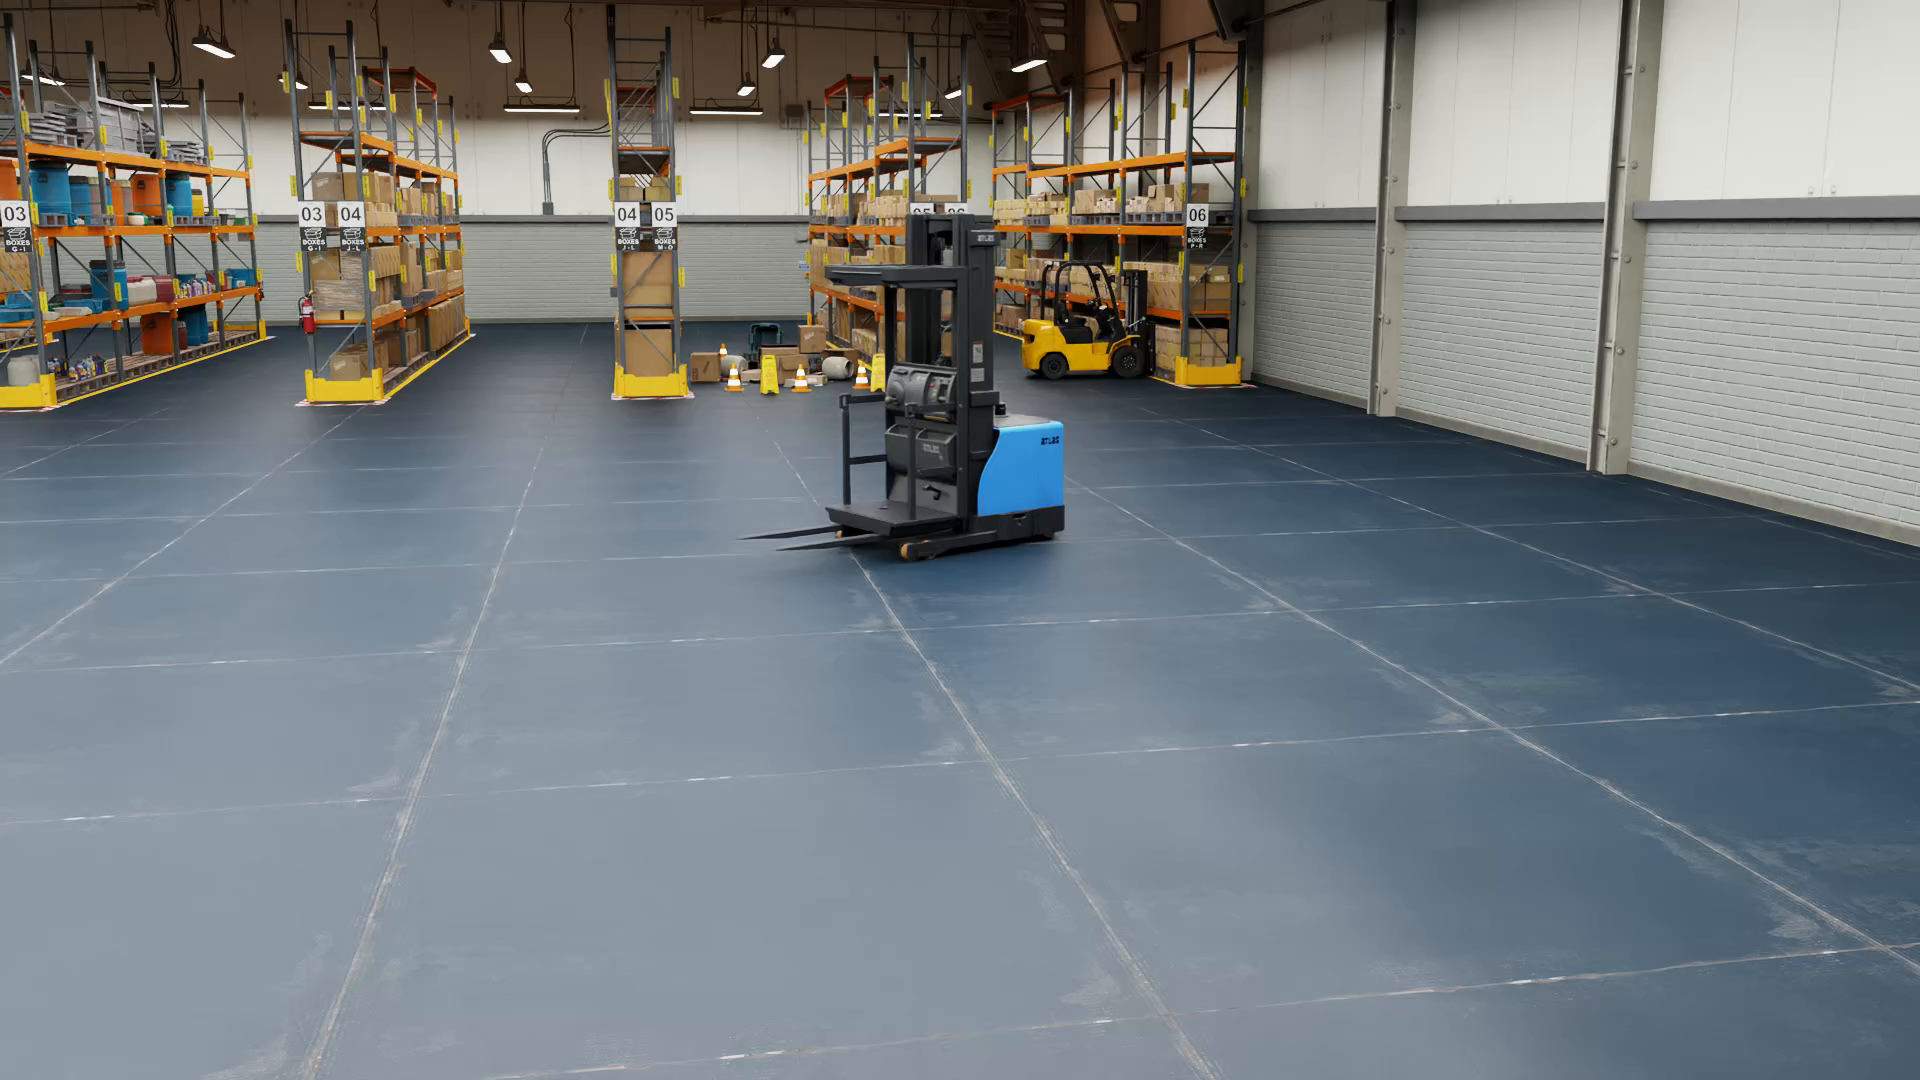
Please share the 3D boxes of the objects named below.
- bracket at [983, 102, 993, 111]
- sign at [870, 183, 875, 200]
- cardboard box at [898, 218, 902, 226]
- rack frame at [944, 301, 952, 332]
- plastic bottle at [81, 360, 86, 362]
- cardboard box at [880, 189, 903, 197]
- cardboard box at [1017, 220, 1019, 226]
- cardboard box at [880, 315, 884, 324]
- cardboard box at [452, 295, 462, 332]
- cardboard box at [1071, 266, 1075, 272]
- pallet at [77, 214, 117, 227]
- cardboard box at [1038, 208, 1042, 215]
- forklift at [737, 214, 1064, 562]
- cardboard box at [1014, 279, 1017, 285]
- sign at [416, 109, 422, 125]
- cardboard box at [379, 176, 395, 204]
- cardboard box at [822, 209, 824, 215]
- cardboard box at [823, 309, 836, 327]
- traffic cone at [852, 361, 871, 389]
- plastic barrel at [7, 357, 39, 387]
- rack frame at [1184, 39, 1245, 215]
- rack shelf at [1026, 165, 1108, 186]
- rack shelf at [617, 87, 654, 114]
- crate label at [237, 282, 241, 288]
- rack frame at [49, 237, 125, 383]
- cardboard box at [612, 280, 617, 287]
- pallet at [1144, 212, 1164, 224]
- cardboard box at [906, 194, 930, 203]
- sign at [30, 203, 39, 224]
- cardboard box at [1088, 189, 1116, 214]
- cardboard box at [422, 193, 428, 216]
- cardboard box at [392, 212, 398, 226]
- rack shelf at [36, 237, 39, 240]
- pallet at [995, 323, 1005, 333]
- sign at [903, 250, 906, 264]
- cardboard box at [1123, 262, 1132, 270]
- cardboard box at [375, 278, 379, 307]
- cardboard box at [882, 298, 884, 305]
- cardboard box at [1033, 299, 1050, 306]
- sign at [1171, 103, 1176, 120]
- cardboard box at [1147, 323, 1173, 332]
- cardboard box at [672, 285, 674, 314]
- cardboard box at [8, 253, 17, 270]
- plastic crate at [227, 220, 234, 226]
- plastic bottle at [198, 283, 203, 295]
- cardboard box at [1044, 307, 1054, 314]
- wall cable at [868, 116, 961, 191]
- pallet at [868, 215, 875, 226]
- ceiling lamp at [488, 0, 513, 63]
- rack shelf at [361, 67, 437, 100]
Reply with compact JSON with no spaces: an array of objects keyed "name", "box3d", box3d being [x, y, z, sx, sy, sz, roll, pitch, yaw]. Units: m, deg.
[{"name":"bracket","box3d":[0.845,-12.987,49.787,0.235,0.232,0.430,-2,11,-11]},{"name":"sign","box3d":[-1.703,-6.764,32.308,0.100,0.325,0.005,-2,11,-11]},{"name":"cardboard box","box3d":[-0.903,-5.723,29.946,0.380,0.149,0.250,-2,11,-11]},{"name":"rack frame","box3d":[-0.381,-4.130,28.928,1.000,3.000,0.127,-2,11,-11]},{"name":"plastic bottle","box3d":[-15.433,-3.049,29.354,0.152,0.276,0.135,-2,11,-11]},{"name":"cardboard box","box3d":[-1.397,-6.817,32.965,0.500,0.250,0.500,-2,11,-10]},{"name":"cardboard box","box3d":[1.662,-8.058,42.211,0.380,0.149,0.250,-2,11,-11]},{"name":"cardboard box","box3d":[-1.344,-4.263,32.118,0.380,0.149,0.250,-2,11,-10]},{"name":"cardboard box","box3d":[-12.834,-5.586,41.134,0.875,0.875,0.875,-2,11,-11]},{"name":"cardboard box","box3d":[2.704,-6.077,37.156,0.380,0.149,0.250,-2,11,-9]},{"name":"pallet","box3d":[-15.502,-5.576,29.004,1.213,0.211,1.003,-2,11,-11]},{"name":"cardboard box","box3d":[2.063,-7.815,39.544,0.380,0.149,0.250,-2,11,-10]},{"name":"forklift","box3d":[-0.509,-1.365,14.584,3.031,2.935,1.130,-8,14,-37]},{"name":"cardboard box","box3d":[1.595,-6.627,42.717,0.380,0.149,0.250,-2,11,-12]},{"name":"sign","box3d":[-11.128,-8.704,34.201,0.100,0.325,0.005,-2,11,-11]},{"name":"cardboard box","box3d":[-10.542,-6.345,30.140,0.500,0.500,0.500,-2,11,-13]},{"name":"cardboard box","box3d":[-3.205,-8.091,40.995,0.380,0.149,0.250,-2,11,-10]},{"name":"cardboard box","box3d":[-3.080,-5.728,43.049,0.875,0.438,0.875,-2,11,-9]},{"name":"traffic cone","box3d":[-1.730,-2.916,29.333,0.336,0.463,0.334,-2,11,-11]},{"name":"plastic barrel","box3d":[-15.163,-2.692,26.902,0.421,0.512,0.421,0,11,0]},{"name":"rack frame","box3d":[4.487,-7.259,29.319,1.000,3.000,0.127,-2,11,-11]},{"name":"rack shelf","box3d":[2.542,-8.543,39.060,1.077,0.370,4.000,-2,11,-11]},{"name":"rack shelf","box3d":[-7.940,-10.726,40.571,1.077,0.370,4.000,-2,11,-11]},{"name":"crate label","box3d":[-17.616,-6.177,40.228,0.396,0.136,0.243,-2,11,-11]},{"name":"rack frame","box3d":[-15.738,-4.324,29.943,1.000,3.000,0.127,-2,11,-11]},{"name":"cardboard box","box3d":[-7.320,-5.556,35.966,0.380,0.149,0.250,-2,11,-10]},{"name":"pallet","box3d":[4.134,-6.097,31.472,1.003,0.211,1.213,-2,11,-11]},{"name":"cardboard box","box3d":[-0.737,-5.924,28.866,0.380,0.149,0.250,-2,11,-10]},{"name":"sign","box3d":[-14.420,-5.087,25.908,0.100,0.325,0.005,-2,11,-11]},{"name":"cardboard box","box3d":[3.031,-7.229,35.525,0.500,0.500,0.500,-2,11,-10]},{"name":"cardboard box","box3d":[-12.076,-7.342,36.379,0.797,0.503,0.637,-2,11,-12]},{"name":"cardboard box","box3d":[-10.535,-5.829,30.234,0.500,0.250,0.500,-2,11,-9]},{"name":"rack shelf","box3d":[-22.543,-7.098,38.423,1.077,0.370,4.000,-2,11,-11]},{"name":"pallet","box3d":[1.546,-5.716,44.718,1.003,0.211,1.213,-2,11,-11]},{"name":"sign","box3d":[-0.930,-4.838,28.704,0.100,0.325,0.005,-2,11,-11]},{"name":"cardboard box","box3d":[3.480,-5.490,33.273,0.380,0.149,0.250,-2,11,-10]},{"name":"cardboard box","box3d":[-10.452,-4.248,28.482,0.875,0.500,0.500,-2,11,-11]},{"name":"cardboard box","box3d":[-1.313,-4.627,32.208,0.380,0.149,0.250,-2,11,-9]},{"name":"cardboard box","box3d":[2.021,-5.882,41.165,0.380,0.149,0.250,-2,11,-12]},{"name":"sign","box3d":[4.258,-8.545,33.154,0.100,0.325,0.005,-2,11,-11]},{"name":"cardboard box","box3d":[3.787,-4.010,31.854,0.500,0.250,0.500,-2,11,-12]},{"name":"cardboard box","box3d":[-5.448,-4.279,29.310,0.875,0.550,0.550,-2,11,-11]},{"name":"cardboard box","box3d":[-22.271,-6.532,38.604,0.500,0.500,0.500,-2,11,-9]},{"name":"plastic crate","box3d":[-17.427,-7.498,39.307,0.437,0.136,0.530,-2,11,-11]},{"name":"plastic bottle","box3d":[-16.731,-5.510,36.507,0.152,0.276,0.135,-2,11,-11]},{"name":"cardboard box","box3d":[2.231,-5.542,40.174,0.380,0.149,0.250,-2,11,-11]},{"name":"wall cable","box3d":[-1.398,-11.185,49.846,2.988,3.039,0.133,-2,11,-11]},{"name":"pallet","box3d":[-1.175,-6.362,33.135,1.213,0.211,1.003,-2,11,-11]},{"name":"ceiling lamp","box3d":[-8.151,-10.394,30.180,0.800,3.185,2.000,-2,11,-11]},{"name":"rack shelf","box3d":[-12.047,-9.830,35.867,1.077,0.370,4.000,-2,11,-11]}]
